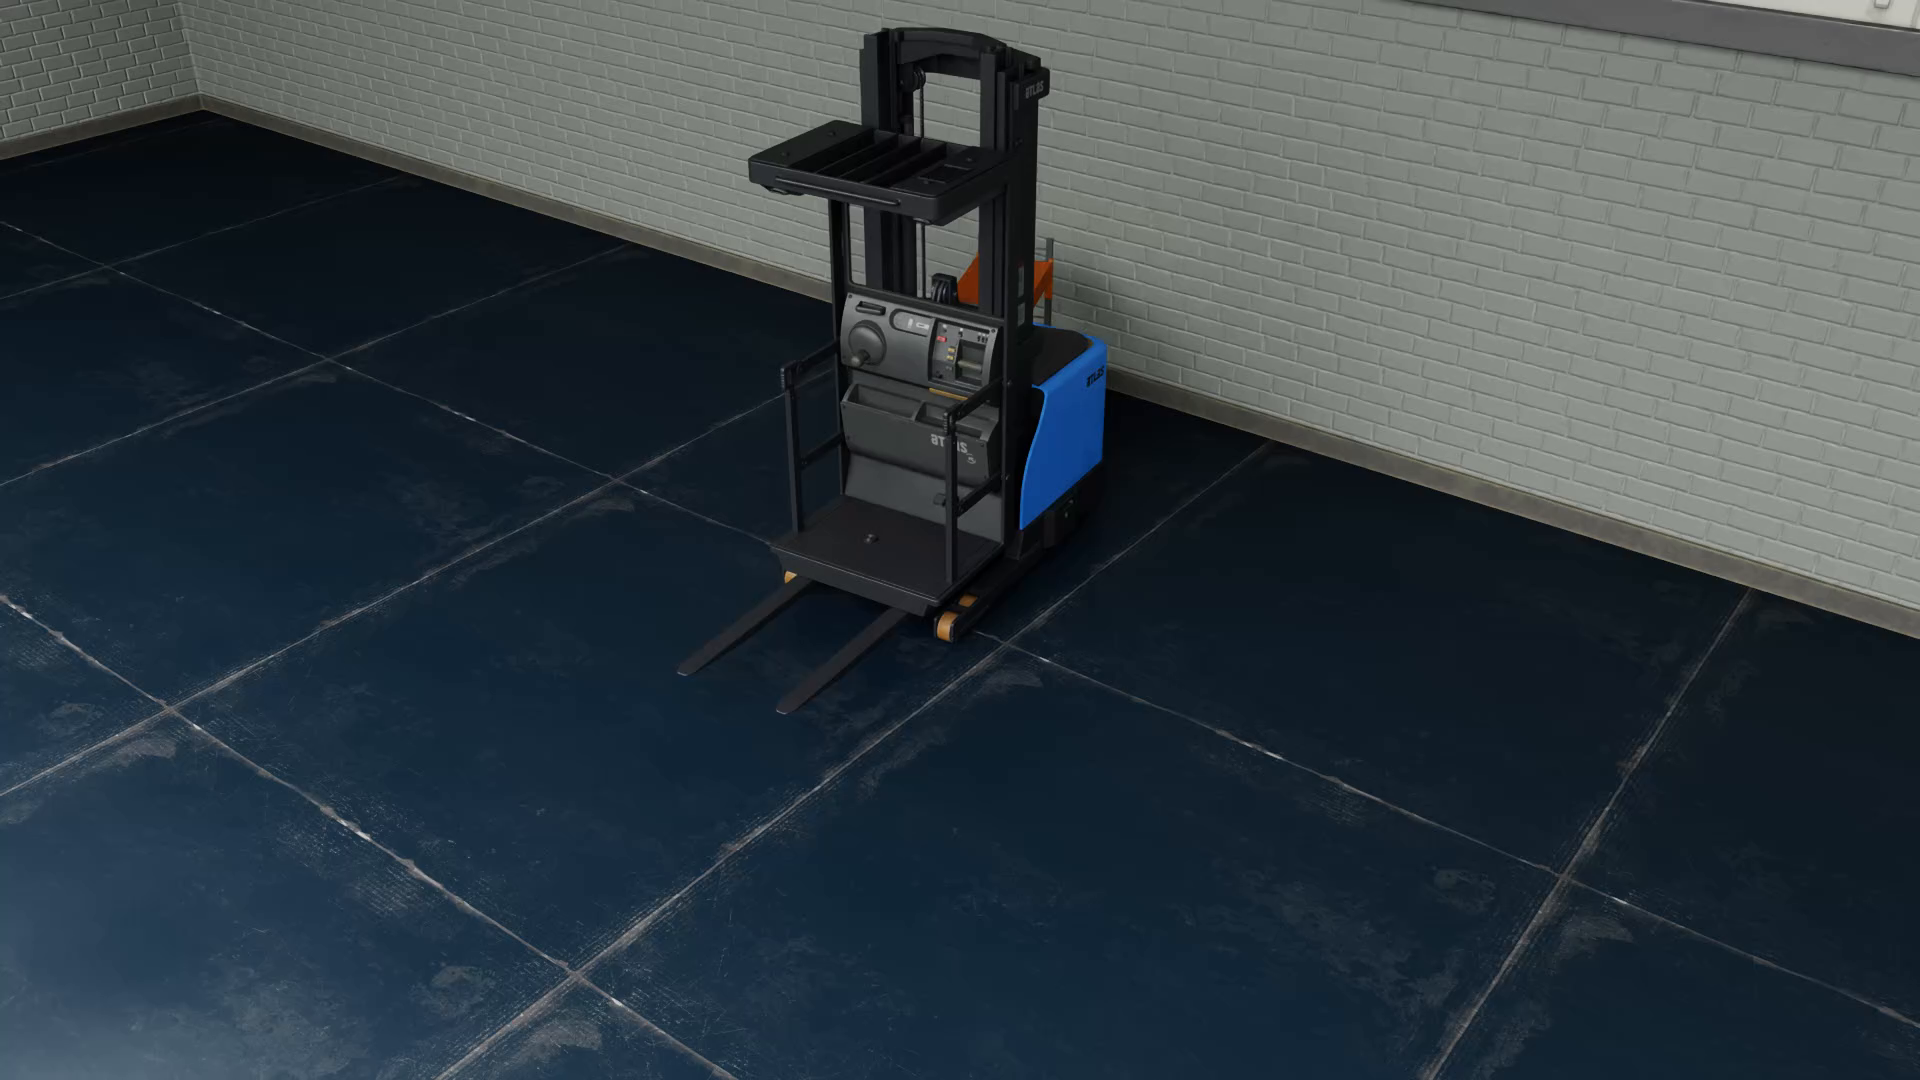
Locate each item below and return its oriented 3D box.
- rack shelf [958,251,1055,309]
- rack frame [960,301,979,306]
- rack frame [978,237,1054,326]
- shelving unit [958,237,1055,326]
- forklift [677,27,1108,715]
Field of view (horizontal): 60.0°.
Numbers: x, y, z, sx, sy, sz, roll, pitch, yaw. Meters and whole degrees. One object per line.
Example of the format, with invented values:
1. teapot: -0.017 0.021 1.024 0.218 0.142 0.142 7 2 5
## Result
1. rack shelf: 0.236 -1.519 10.635 0.538 0.278 1.000 8 32 13
2. rack frame: 0.104 -1.017 10.362 0.500 1.125 0.032 8 32 13
3. rack frame: 0.367 -1.517 11.207 0.500 1.125 0.032 8 32 13
4. shelving unit: 0.236 -1.267 10.785 0.538 1.125 1.048 8 32 13
5. forklift: -0.328 -0.987 8.540 1.130 2.935 3.031 17 35 27
